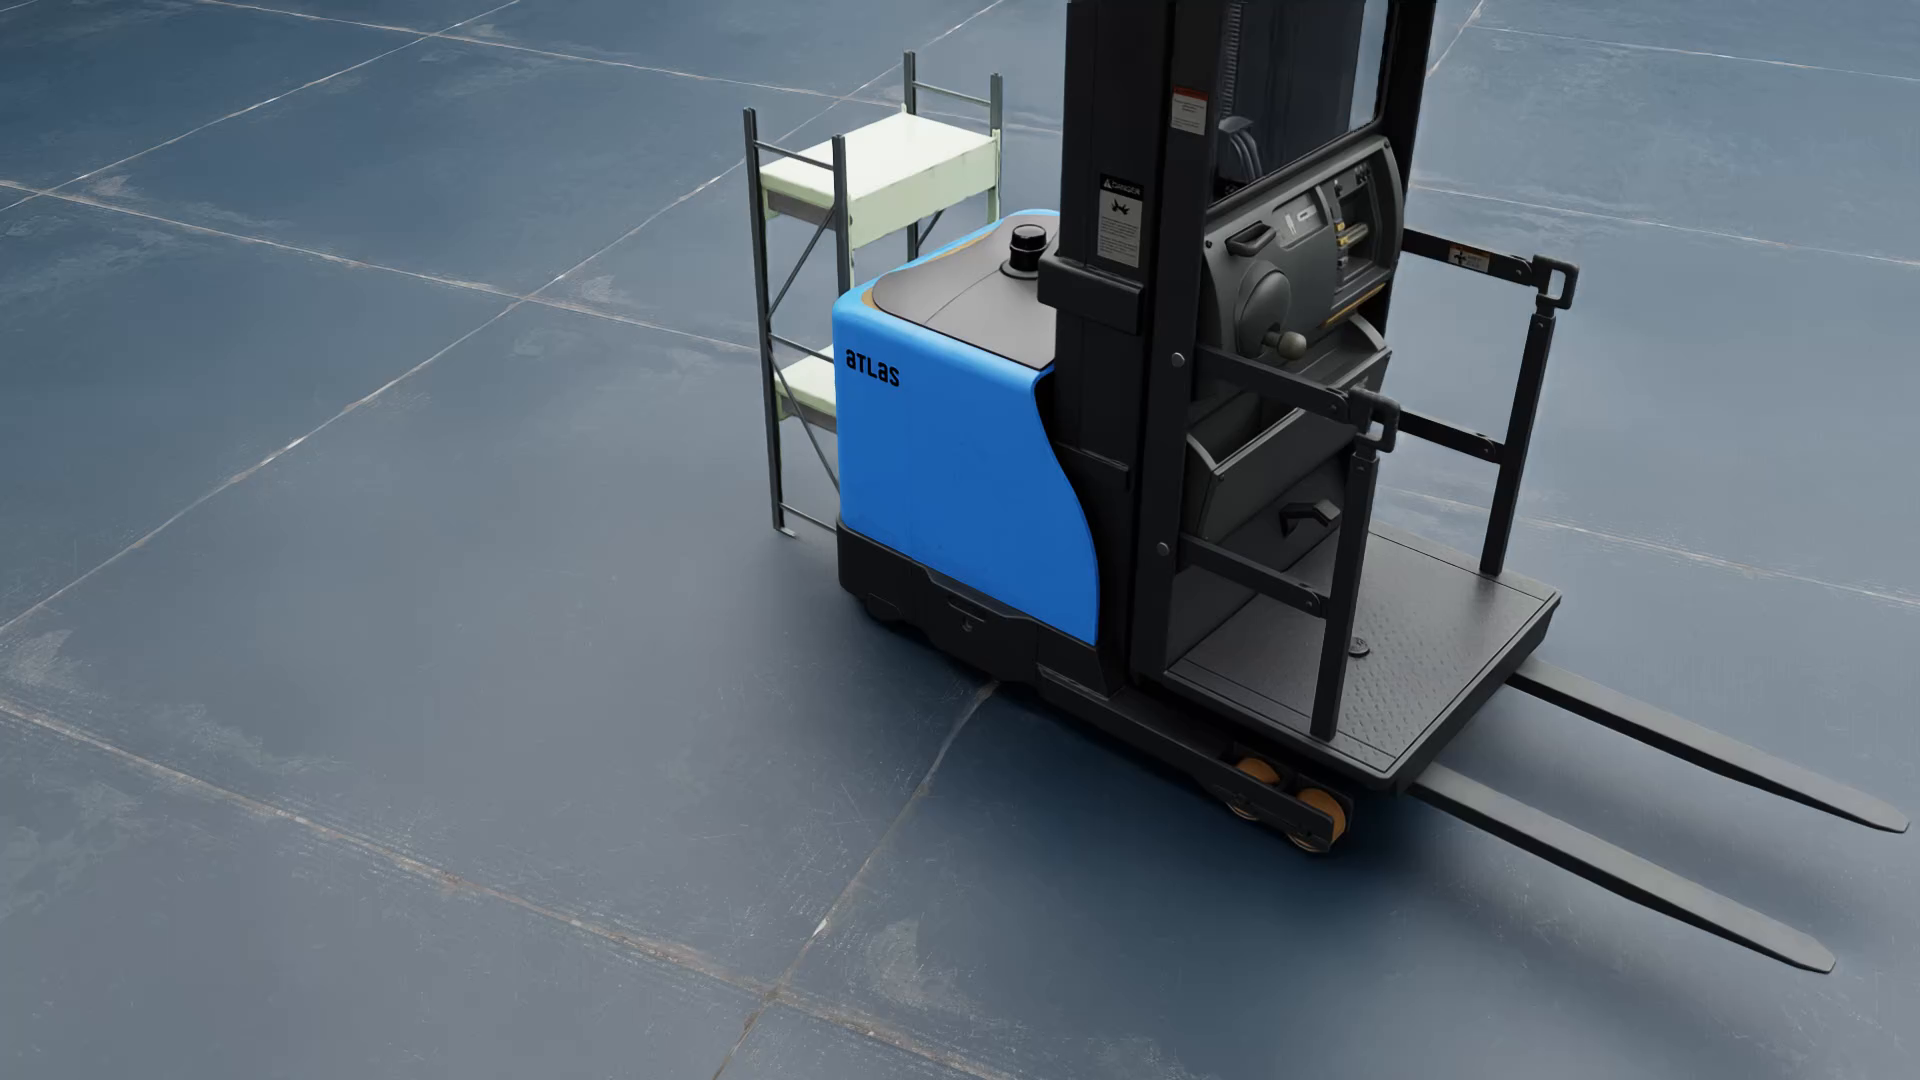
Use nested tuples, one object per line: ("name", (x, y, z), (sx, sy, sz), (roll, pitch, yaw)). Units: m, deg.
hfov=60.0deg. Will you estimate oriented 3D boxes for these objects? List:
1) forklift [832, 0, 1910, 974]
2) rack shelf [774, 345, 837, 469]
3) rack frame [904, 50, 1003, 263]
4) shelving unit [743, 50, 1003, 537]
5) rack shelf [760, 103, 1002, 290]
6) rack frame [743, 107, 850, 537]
("forklift", (1.057, -0.718, 4.171), (3.031, 2.935, 1.130), (25, 41, 33))
("rack shelf", (-0.258, -0.484, 5.715), (0.431, 0.370, 0.720), (24, 40, 32))
("rack frame", (-0.025, -0.911, 5.772), (0.400, 1.500, 0.023), (24, 40, 32))
("shelving unit", (-0.258, -0.756, 5.536), (0.431, 1.500, 0.755), (24, 40, 32))
("rack shelf", (-0.258, -1.083, 5.322), (0.431, 0.370, 0.720), (24, 40, 32))
("rack frame", (-0.491, -0.602, 5.300), (0.400, 1.500, 0.023), (24, 40, 32))
